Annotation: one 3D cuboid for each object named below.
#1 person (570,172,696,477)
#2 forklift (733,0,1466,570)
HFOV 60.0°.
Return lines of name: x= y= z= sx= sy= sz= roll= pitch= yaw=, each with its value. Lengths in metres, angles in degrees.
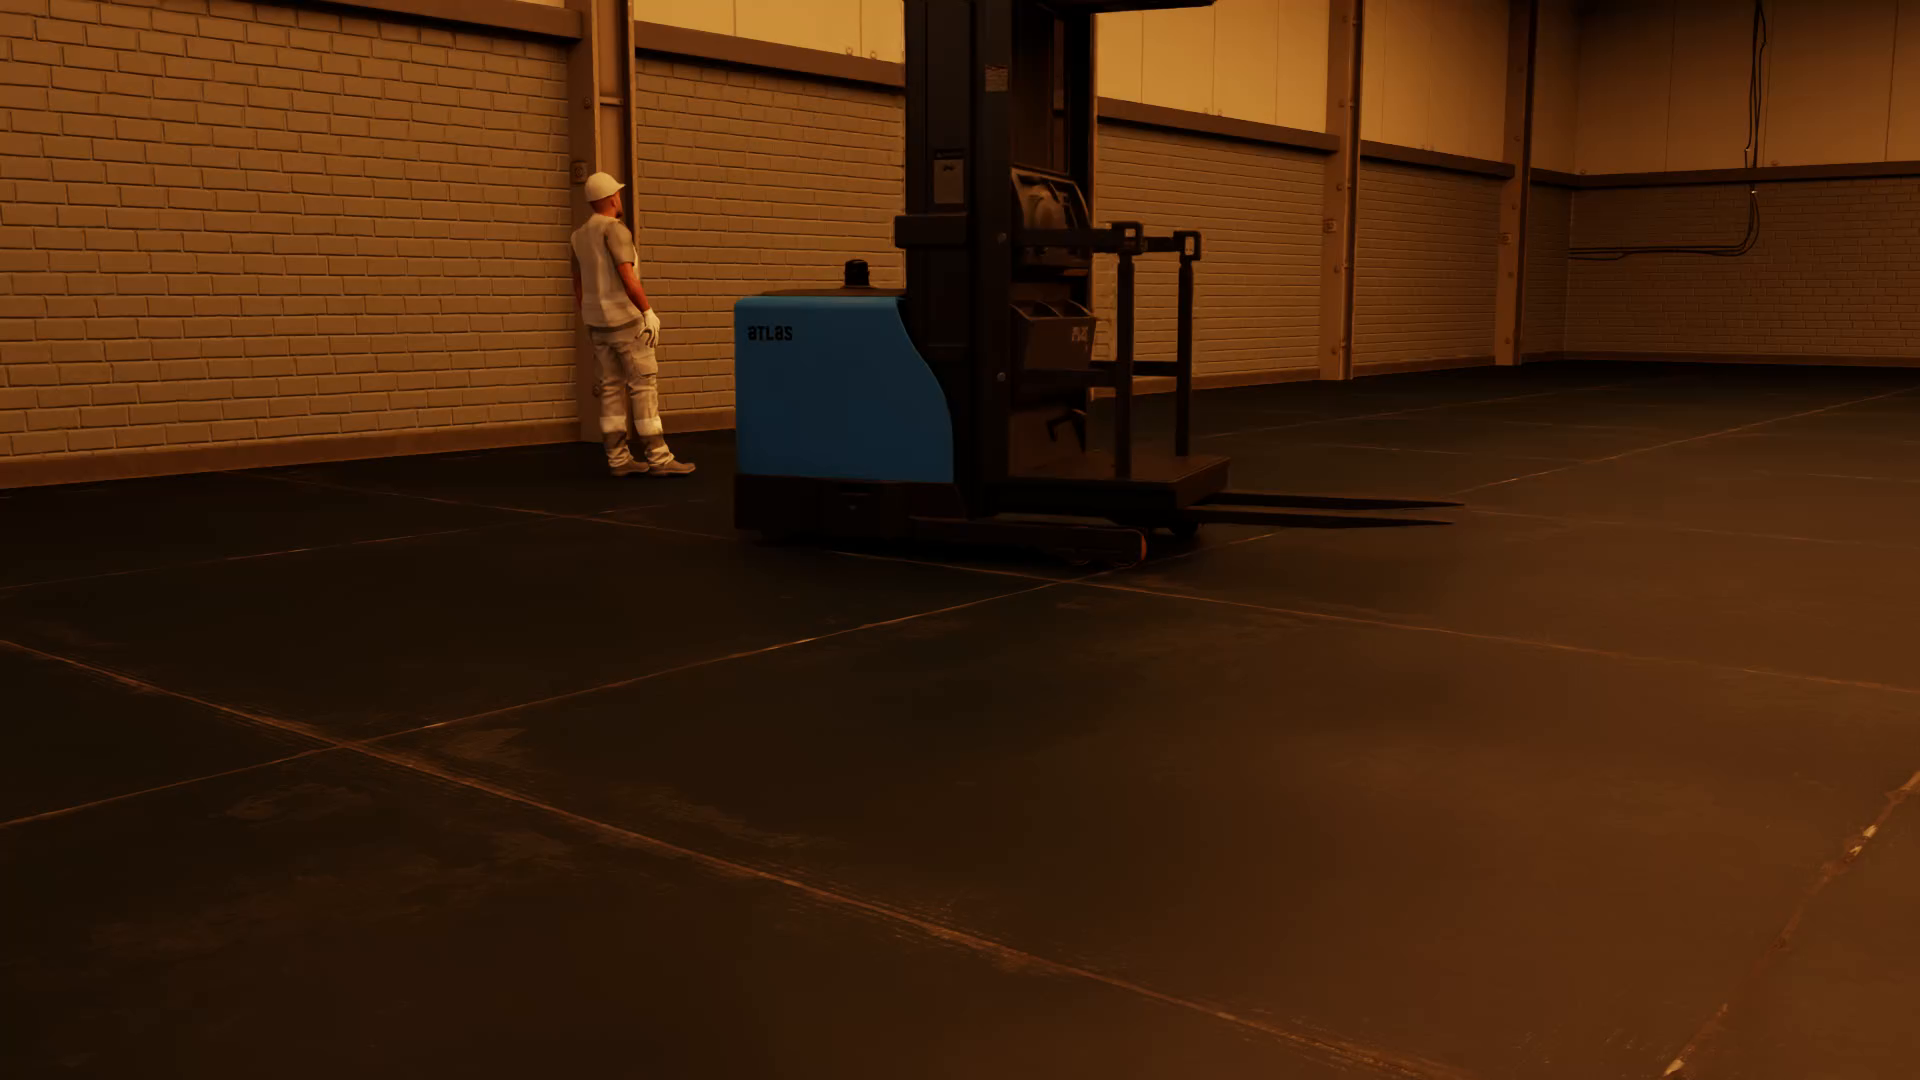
person: x=-1.977 y=-1.280 z=9.933 sx=0.647 sy=1.790 sz=0.564 roll=8 pitch=11 yaw=42
forklift: x=0.578 y=-1.420 z=6.984 sx=3.031 sy=2.935 sz=1.130 roll=3 pitch=9 yaw=21
